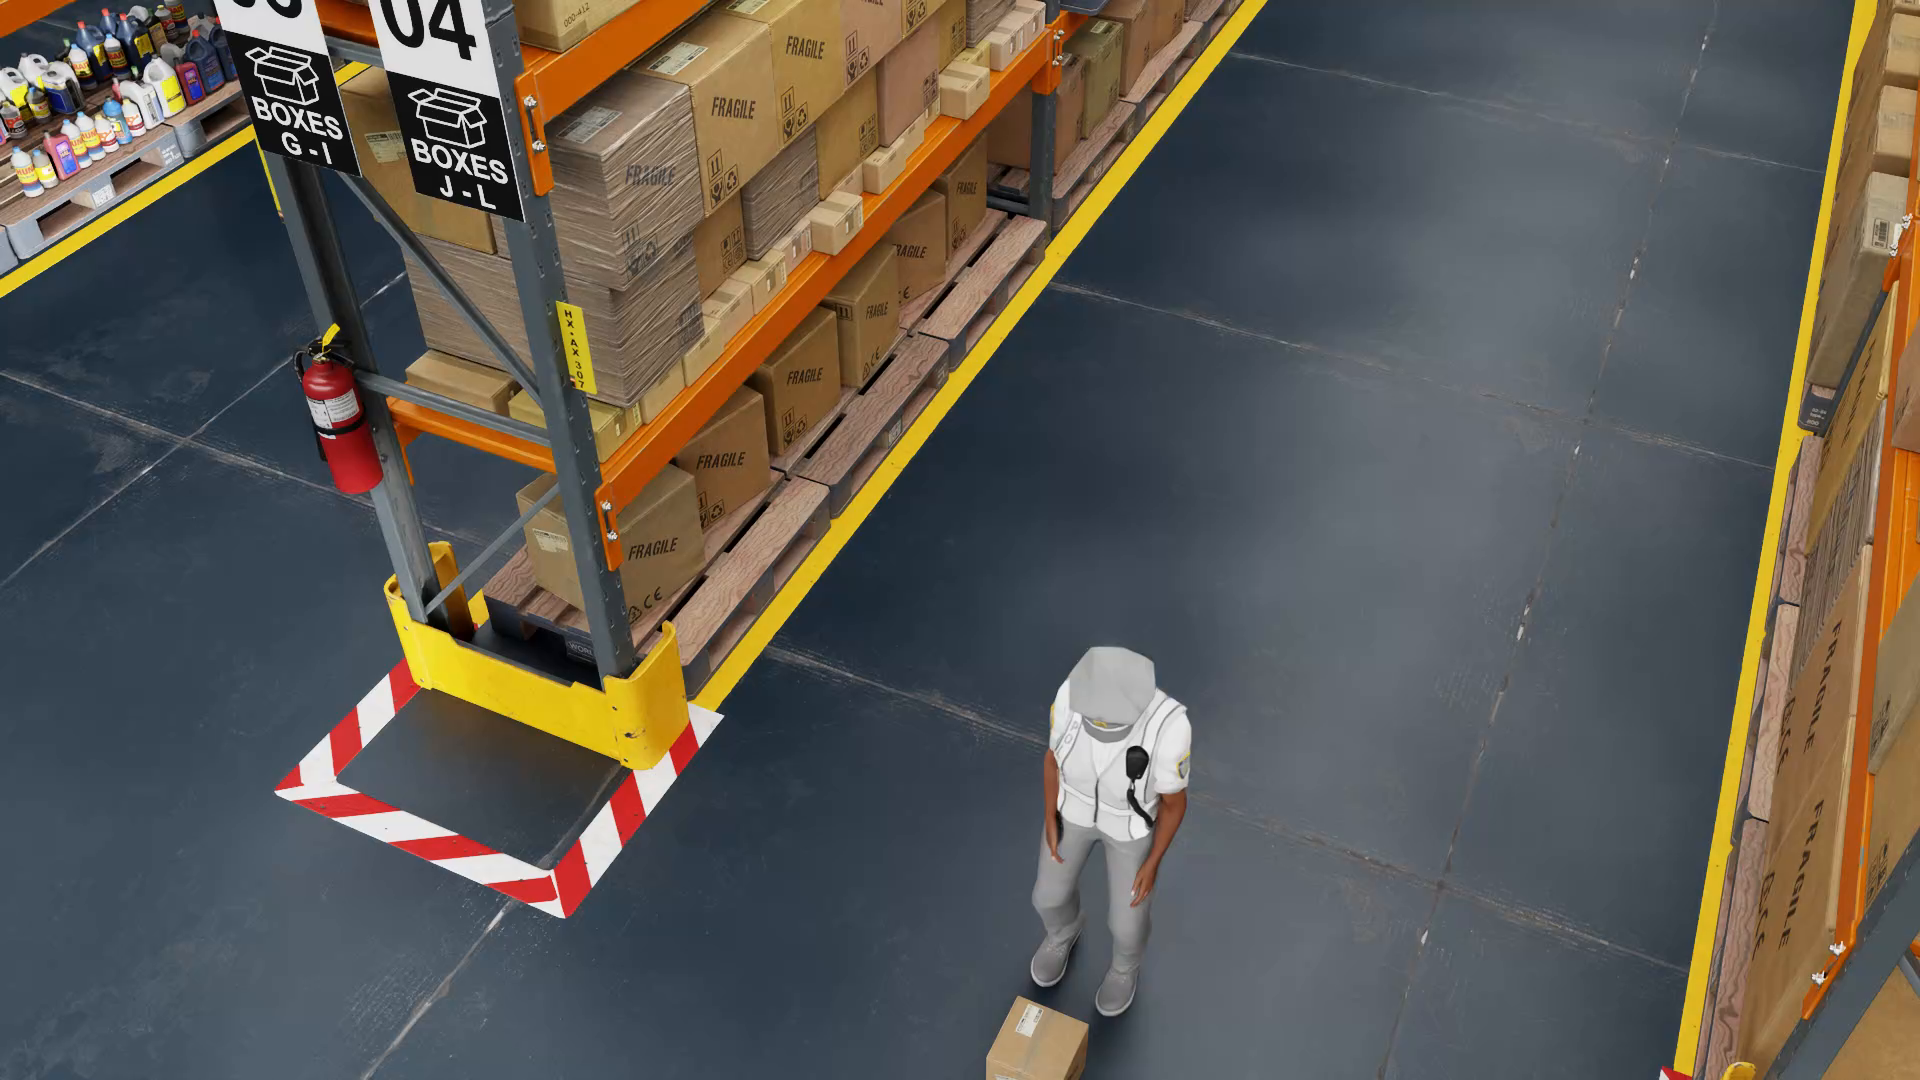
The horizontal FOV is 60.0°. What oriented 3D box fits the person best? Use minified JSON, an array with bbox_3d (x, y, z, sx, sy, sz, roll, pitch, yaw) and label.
[{"bbox_3d":[0.470,0.904,5.211,0.461,1.614,0.460,19,45,19],"label":"person"}]
